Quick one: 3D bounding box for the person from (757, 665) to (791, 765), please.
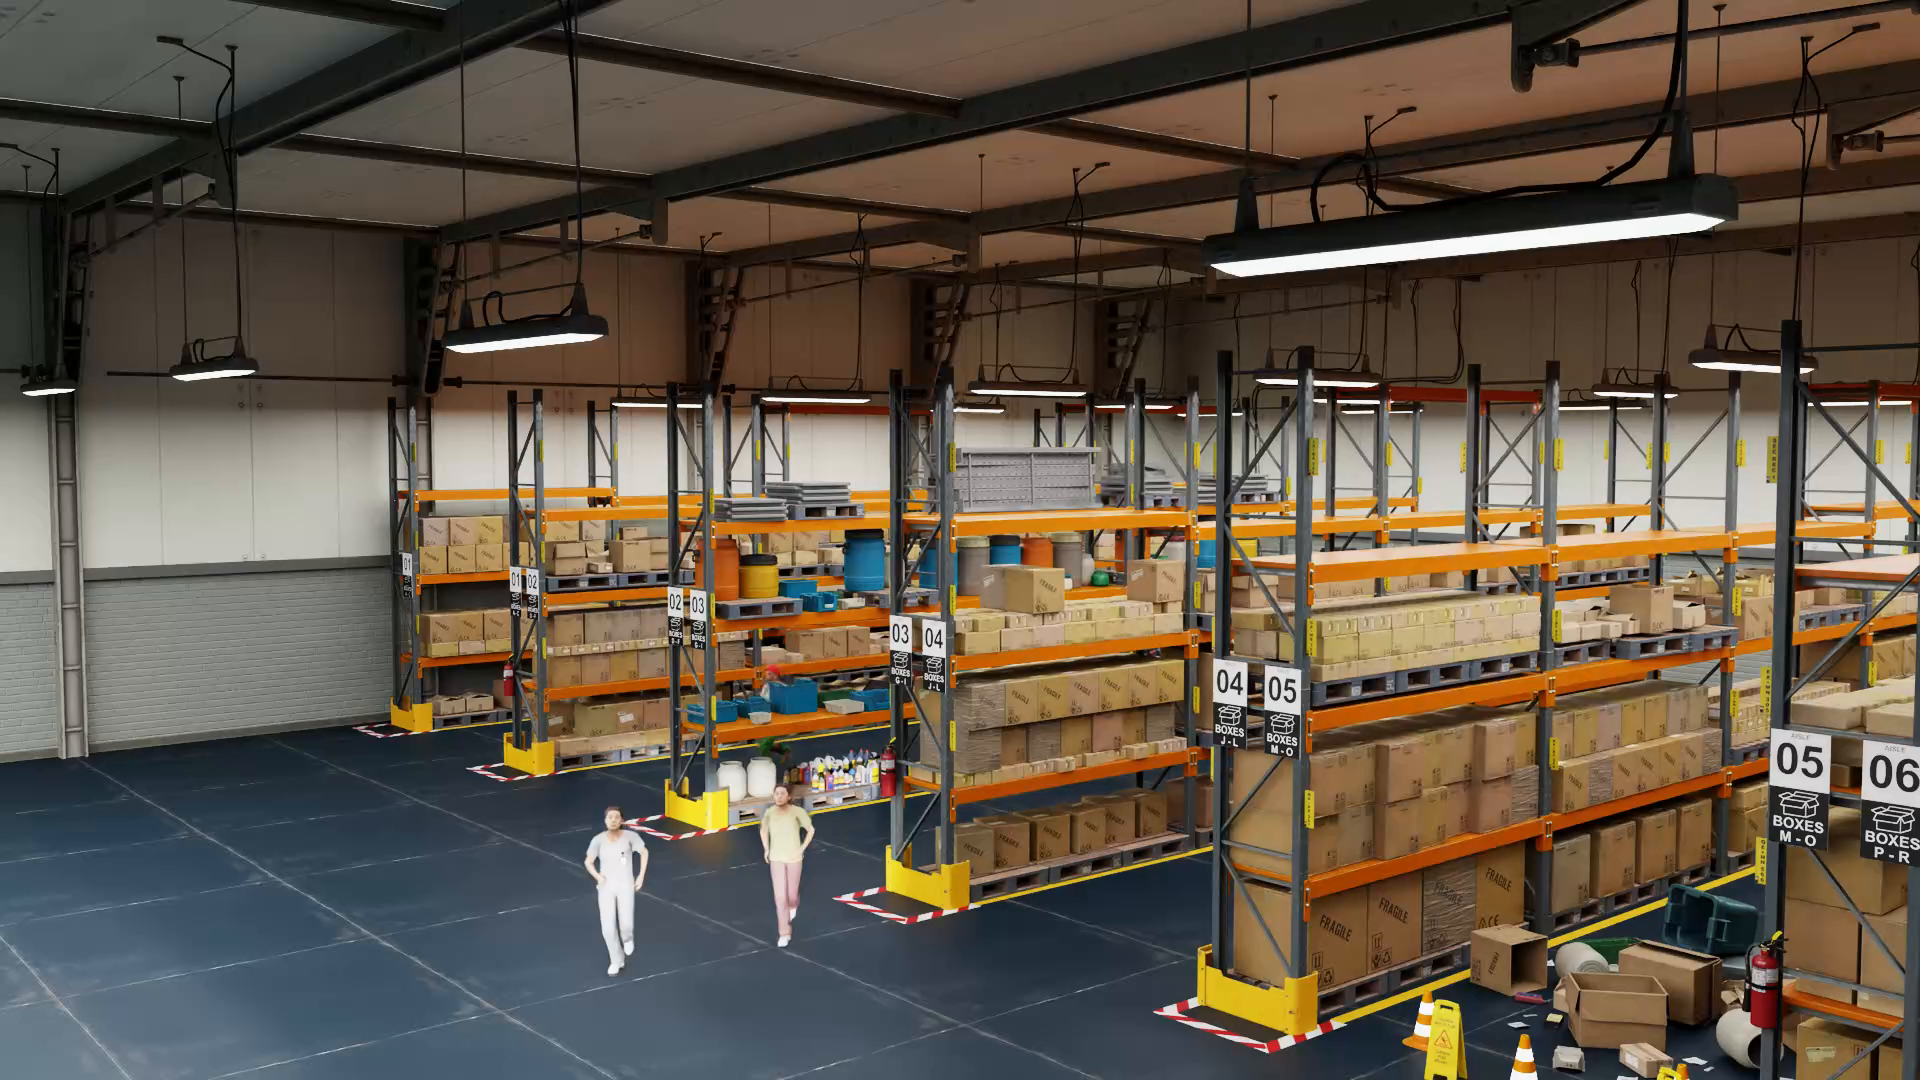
[{"bbox_3d":[-2.869,2.794,25.671,0.745,1.749,0.667,-3,5,-42],"label":"person"}]

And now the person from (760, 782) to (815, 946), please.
[{"bbox_3d":[-1.797,3.326,17.321,0.578,1.659,0.757,0,3,6],"label":"person"}]

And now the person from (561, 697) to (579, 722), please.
[{"bbox_3d":[-6.667,2.691,28.516,0.962,1.692,0.557,-3,5,-43],"label":"person"}]

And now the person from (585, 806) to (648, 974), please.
[{"bbox_3d":[-3.351,3.403,16.218,0.601,1.636,0.578,0,3,-8],"label":"person"}]
